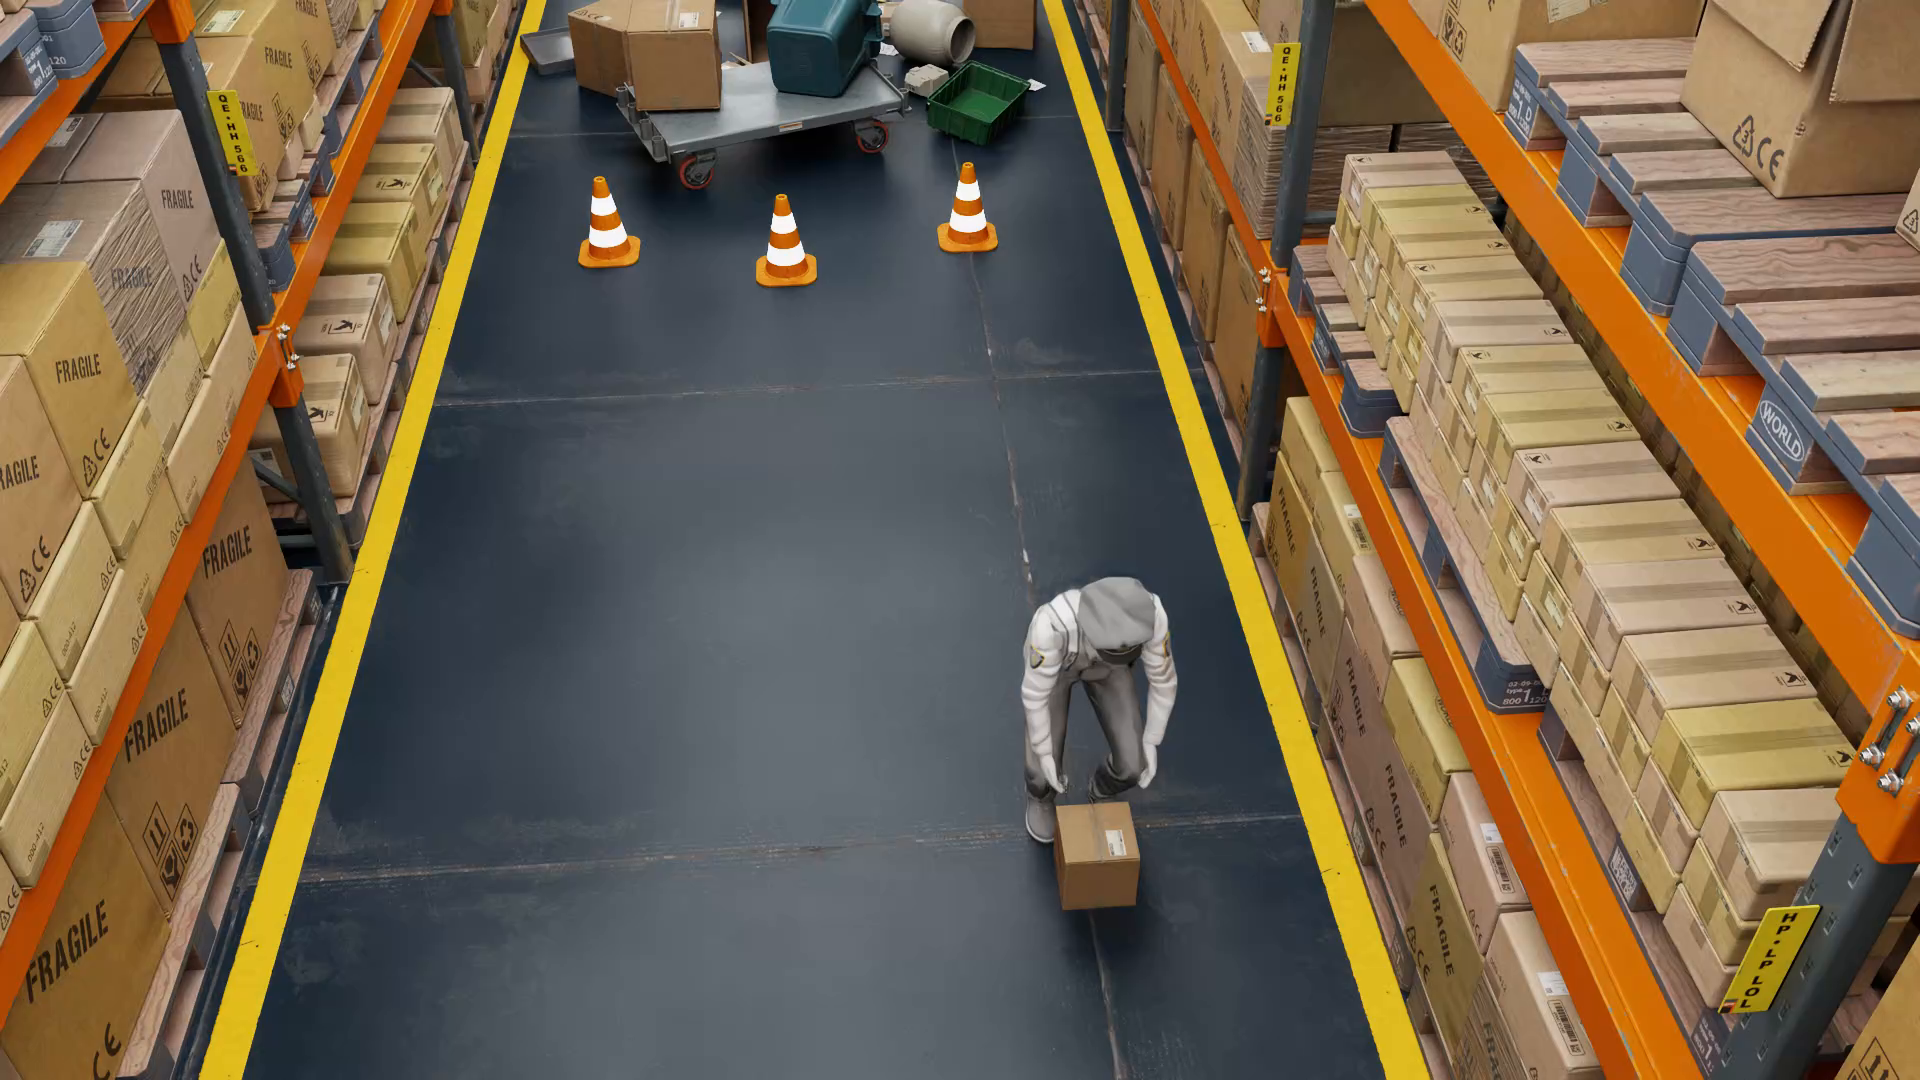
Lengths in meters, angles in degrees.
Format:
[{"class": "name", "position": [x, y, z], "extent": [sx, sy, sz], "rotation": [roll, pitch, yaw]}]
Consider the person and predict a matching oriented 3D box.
[{"class": "person", "position": [0.465, 0.551, 5.738], "extent": [0.535, 1.349, 0.722], "rotation": [-3, 39, -4]}]
